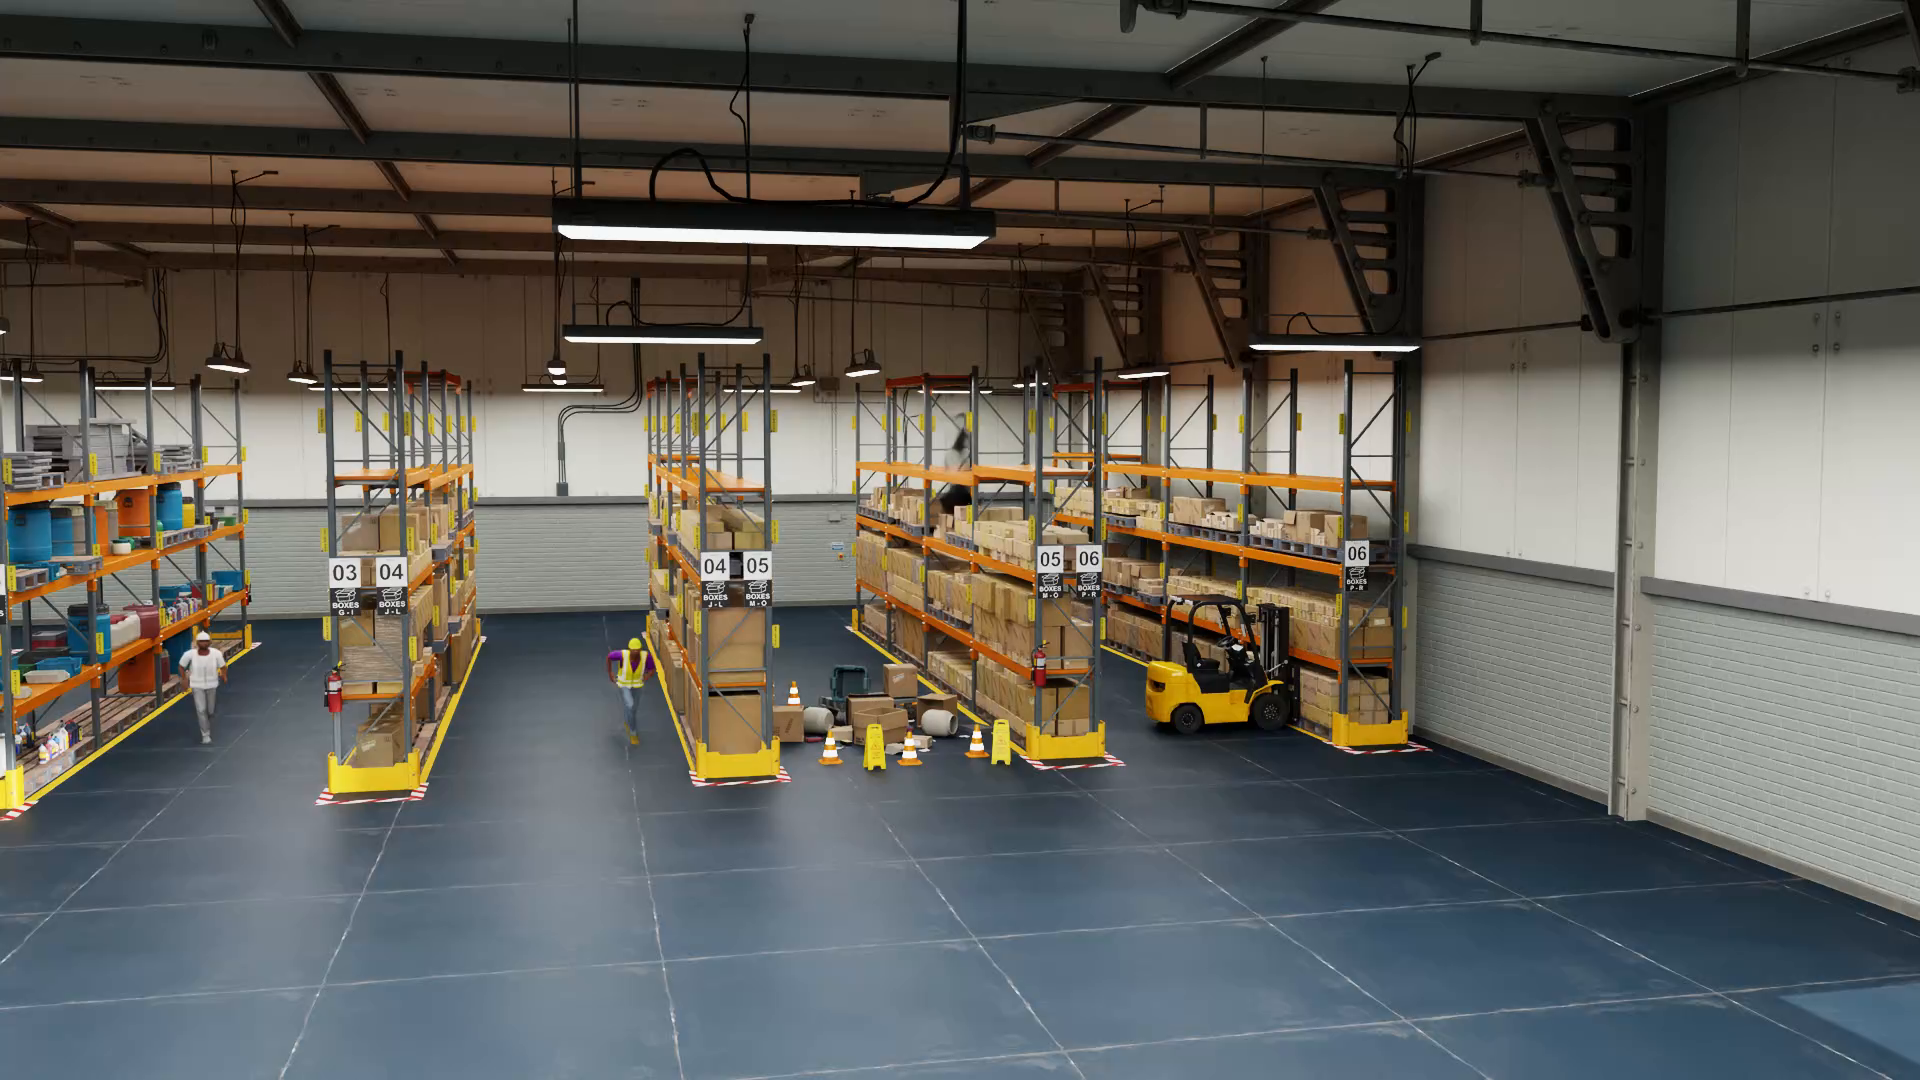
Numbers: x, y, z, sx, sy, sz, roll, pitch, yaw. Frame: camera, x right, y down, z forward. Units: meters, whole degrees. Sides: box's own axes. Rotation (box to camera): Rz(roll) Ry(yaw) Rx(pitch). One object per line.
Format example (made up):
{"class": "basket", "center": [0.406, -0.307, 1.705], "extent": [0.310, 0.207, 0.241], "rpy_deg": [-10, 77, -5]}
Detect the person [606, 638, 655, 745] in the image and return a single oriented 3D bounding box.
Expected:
{"class": "person", "center": [-5.210, 2.367, 26.294], "extent": [0.747, 1.716, 1.047], "rpy_deg": [-2, 4, -21]}

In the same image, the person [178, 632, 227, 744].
{"class": "person", "center": [-11.983, 2.311, 26.318], "extent": [0.684, 1.738, 0.856], "rpy_deg": [-3, 5, -34]}
